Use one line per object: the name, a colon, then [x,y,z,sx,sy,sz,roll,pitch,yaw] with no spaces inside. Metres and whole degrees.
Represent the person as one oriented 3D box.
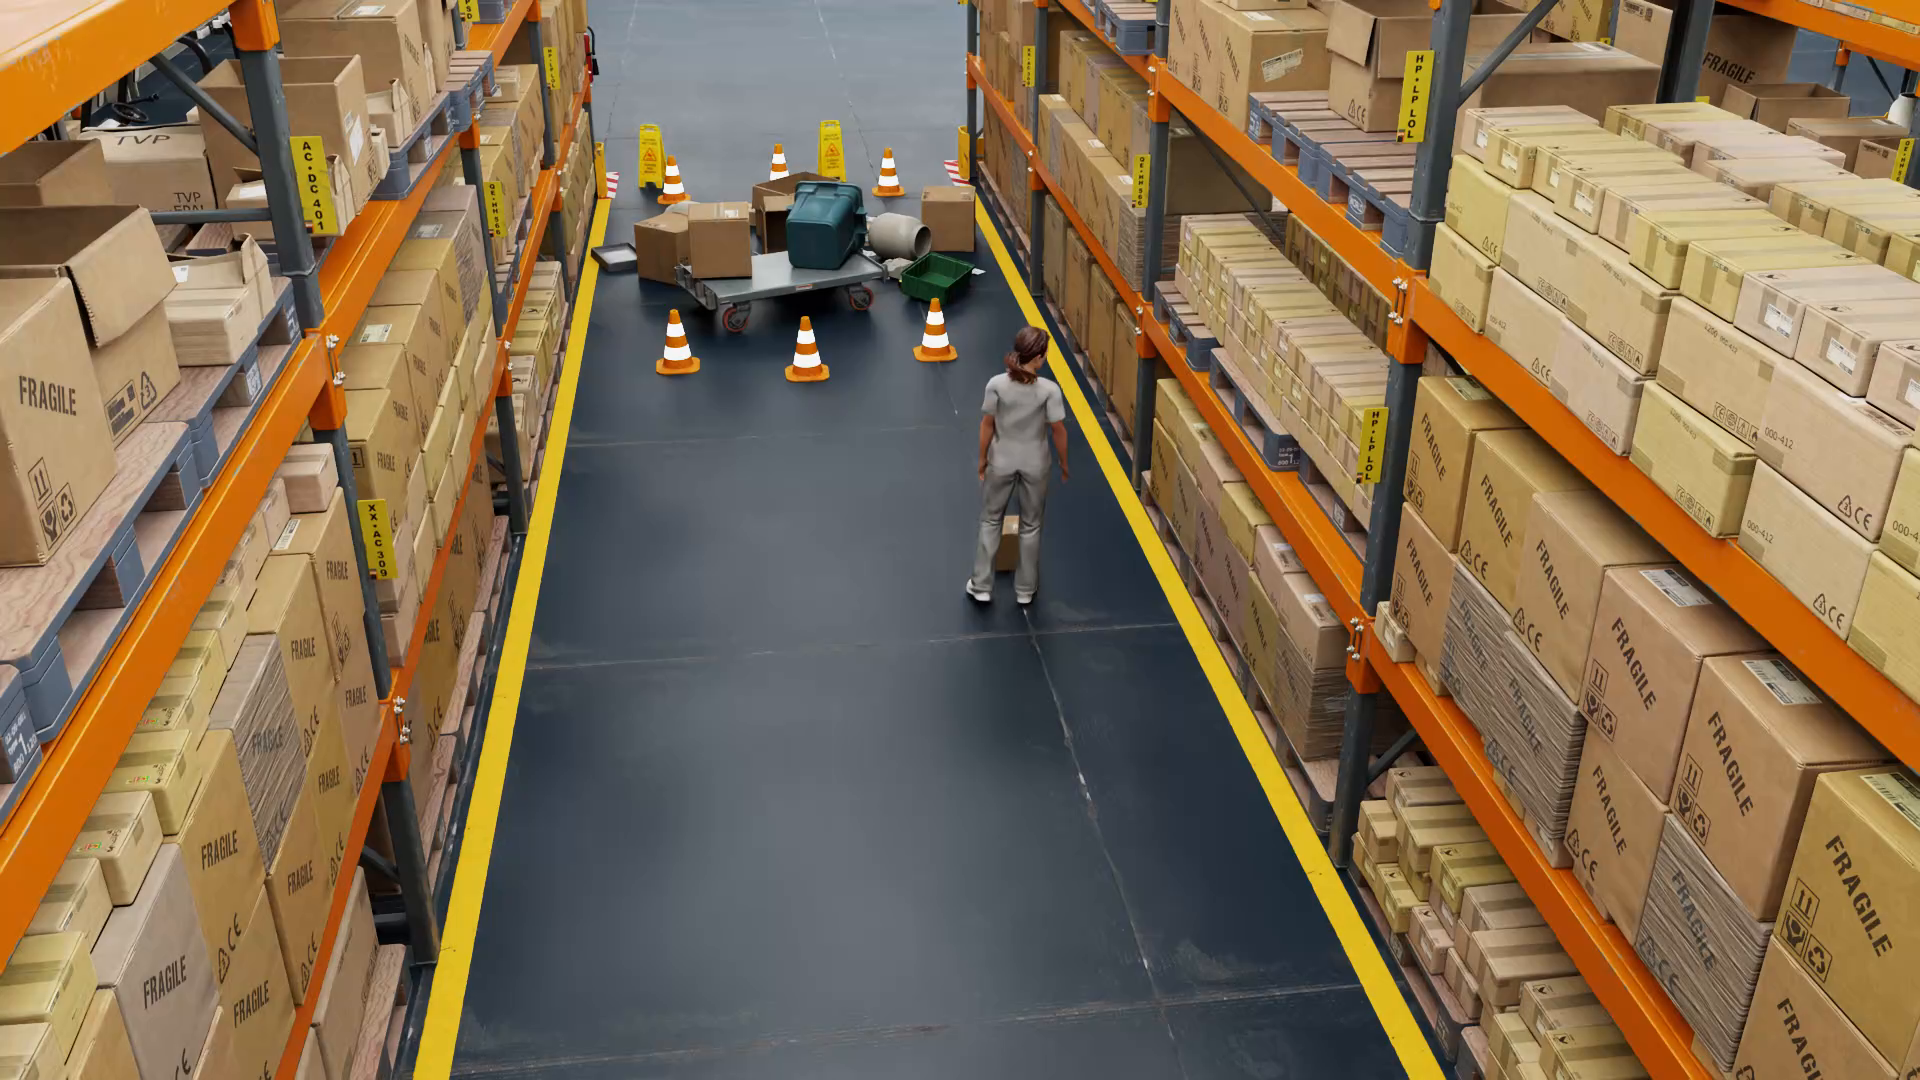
person: [0.322,-0.410,9.393,0.584,1.695,0.399,3,27,5]
